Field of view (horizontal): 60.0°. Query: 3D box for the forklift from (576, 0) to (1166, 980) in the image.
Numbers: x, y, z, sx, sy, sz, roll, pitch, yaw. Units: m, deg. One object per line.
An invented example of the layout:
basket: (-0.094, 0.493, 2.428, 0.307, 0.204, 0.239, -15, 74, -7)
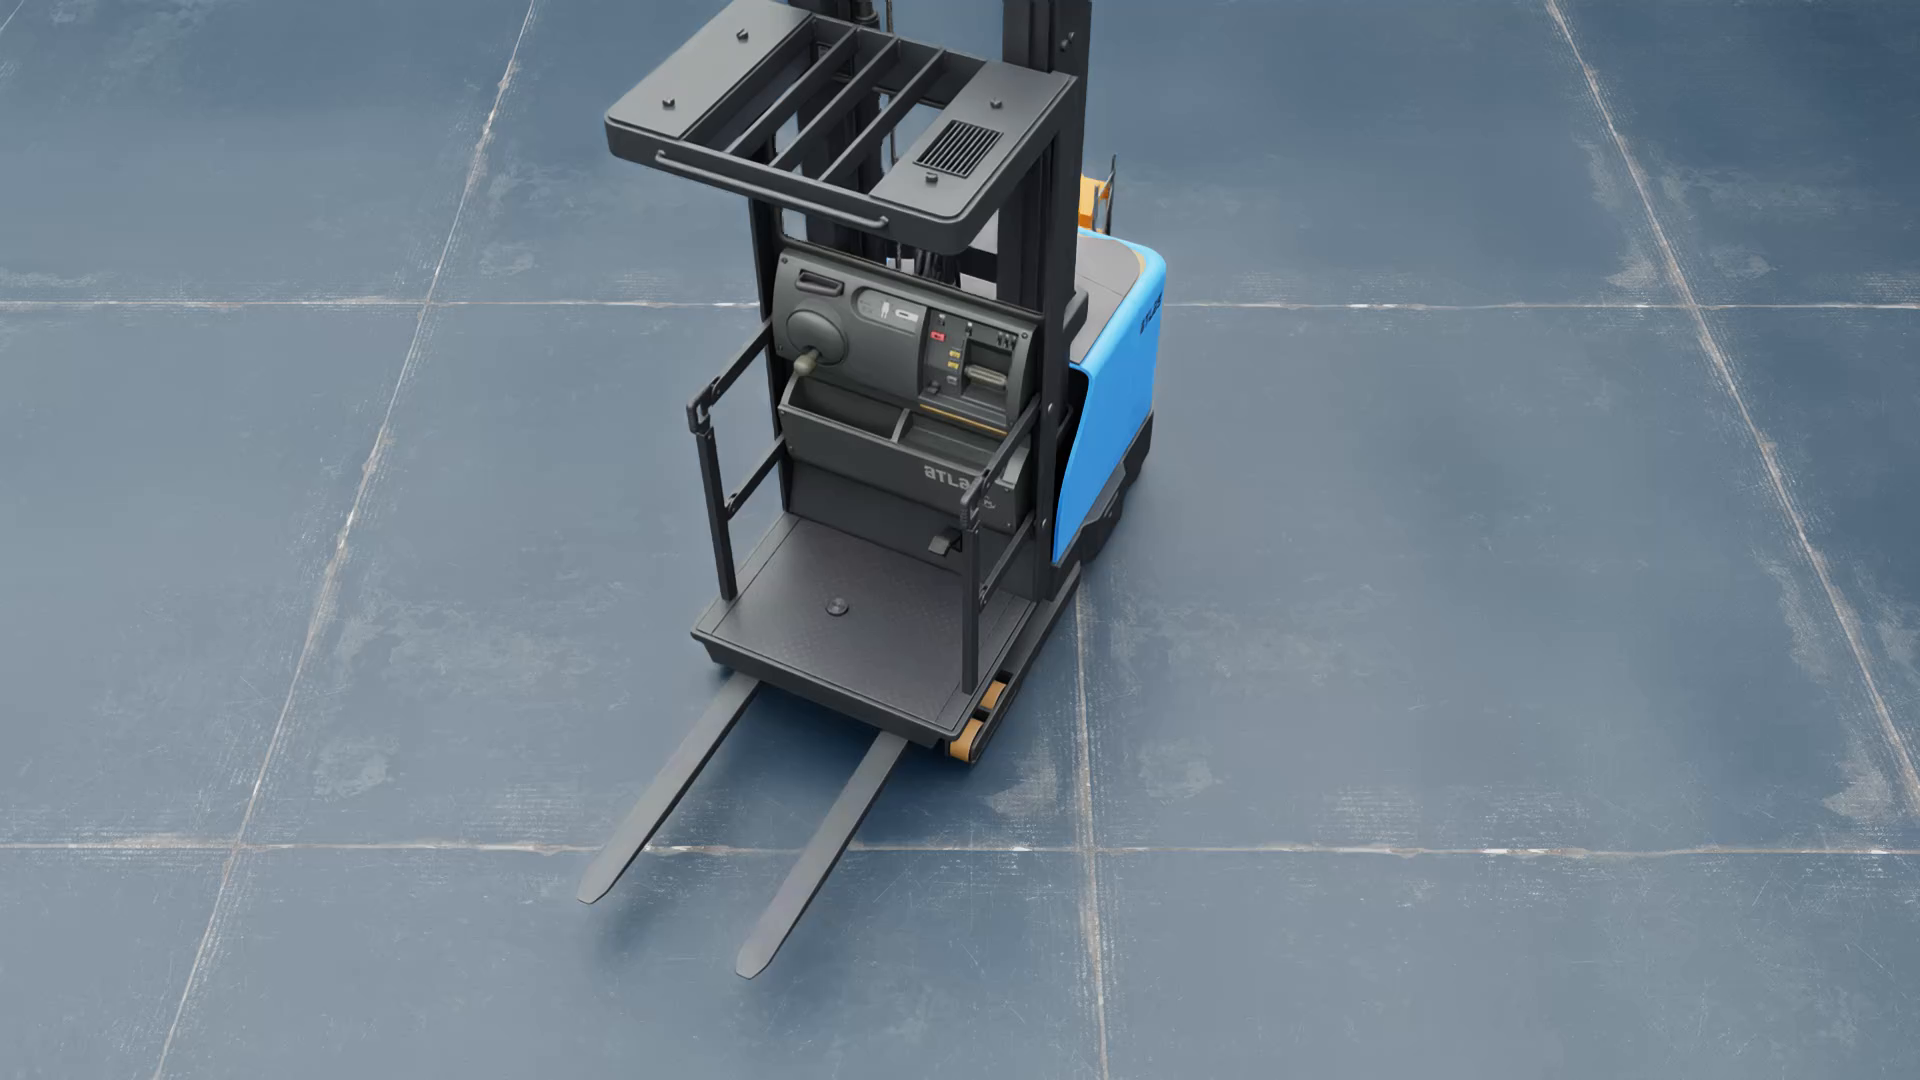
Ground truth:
forklift: (-0.292, -0.564, 5.353, 1.130, 2.935, 3.031, 20, 50, 17)

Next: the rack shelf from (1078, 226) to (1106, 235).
rack shelf: (0.348, -1.222, 6.935, 0.480, 0.148, 0.258, 16, 49, 15)

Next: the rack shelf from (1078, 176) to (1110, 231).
rack shelf: (0.348, -1.383, 6.762, 0.480, 0.148, 0.258, 16, 49, 15)

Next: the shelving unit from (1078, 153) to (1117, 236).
shelving unit: (0.348, -1.115, 7.049, 0.503, 1.200, 0.258, 16, 49, 15)

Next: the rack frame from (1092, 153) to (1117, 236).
rack frame: (0.575, -1.050, 6.988, 0.015, 1.200, 0.240, 16, 49, 15)
